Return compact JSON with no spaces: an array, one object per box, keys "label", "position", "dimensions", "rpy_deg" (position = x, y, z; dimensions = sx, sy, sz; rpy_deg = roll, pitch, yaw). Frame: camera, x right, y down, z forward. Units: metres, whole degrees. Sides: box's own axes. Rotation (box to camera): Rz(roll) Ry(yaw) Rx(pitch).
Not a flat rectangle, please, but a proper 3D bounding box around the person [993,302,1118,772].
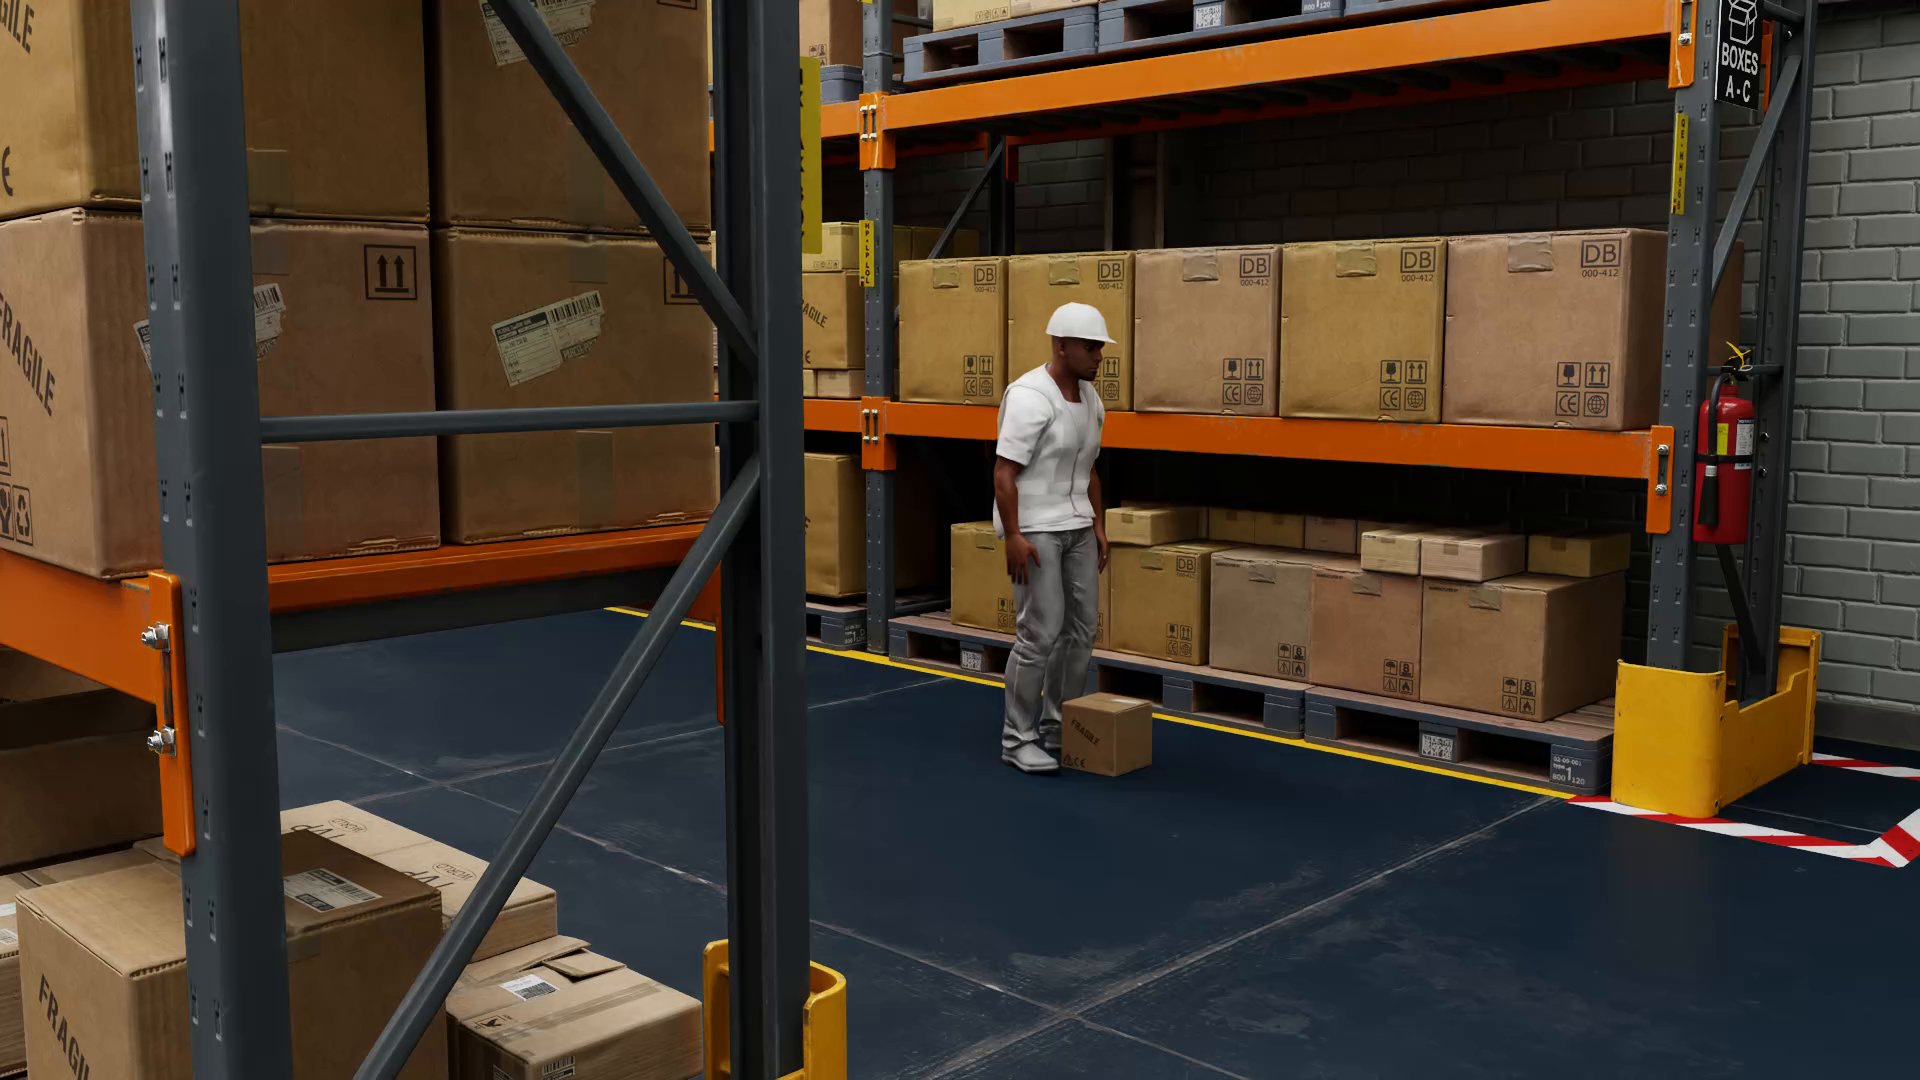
[{"label":"person","position":[0.377,-0.025,6.386],"dimensions":[0.462,1.759,0.623],"rpy_deg":[6,9,40]}]
